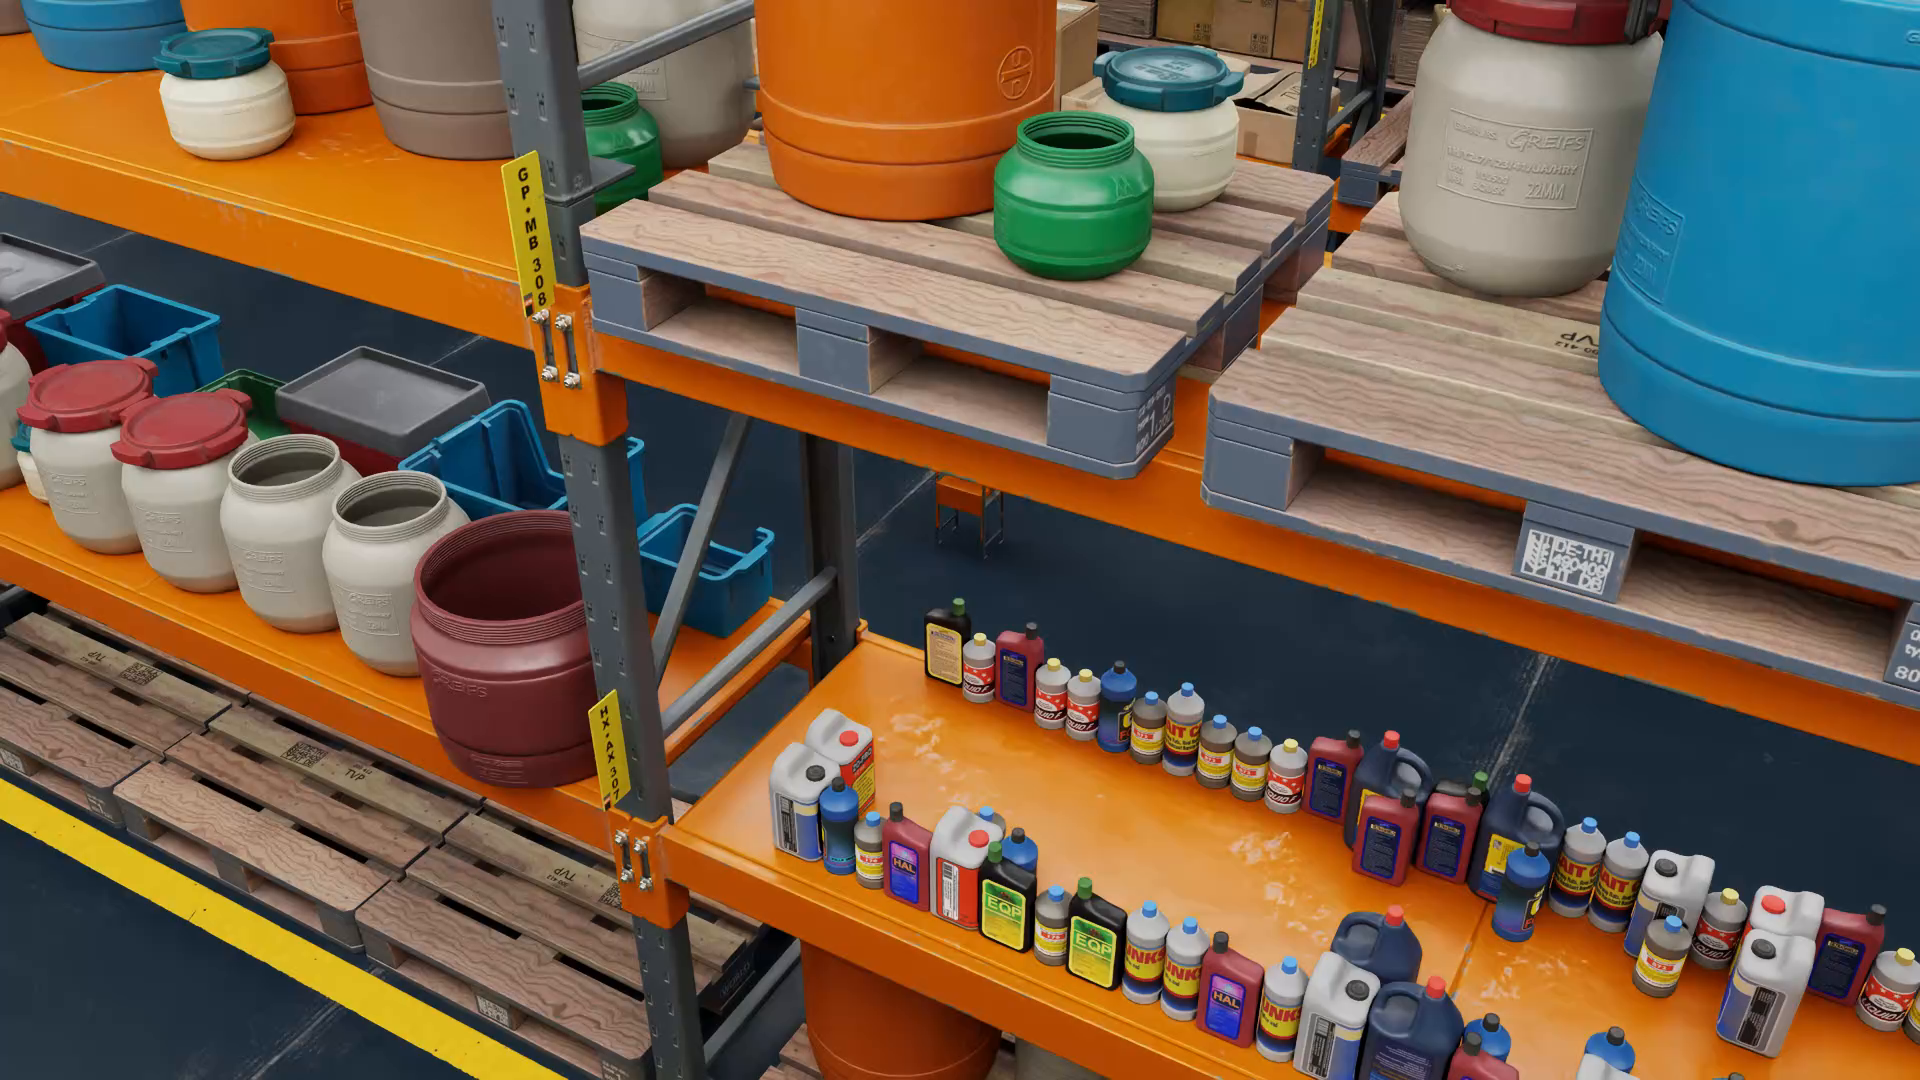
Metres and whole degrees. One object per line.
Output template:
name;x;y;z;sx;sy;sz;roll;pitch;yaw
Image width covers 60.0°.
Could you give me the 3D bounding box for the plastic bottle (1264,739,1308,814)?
plastic bottle;0.848;0.604;4.315;0.097;0.201;0.097;0;34;0

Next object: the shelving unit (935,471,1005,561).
shelving unit;0.046;-0.422;7.437;0.252;1.050;0.215;18;37;24

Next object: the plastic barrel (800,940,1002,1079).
plastic barrel;-0.165;1.179;4.852;0.708;0.830;0.600;18;37;24

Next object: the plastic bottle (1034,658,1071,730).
plastic bottle;0.256;0.417;4.597;0.097;0.201;0.097;0;34;0

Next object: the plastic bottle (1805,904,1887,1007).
plastic bottle;1.997;0.923;3.764;0.133;0.283;0.061;18;37;24

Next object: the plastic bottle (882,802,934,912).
plastic bottle;-0.120;0.760;4.008;0.133;0.283;0.061;18;37;24

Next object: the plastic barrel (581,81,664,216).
plastic barrel;-0.838;-0.903;3.833;0.294;0.245;0.294;0;34;0

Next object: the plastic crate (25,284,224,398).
plastic crate;-2.959;-0.615;5.982;0.575;0.384;0.392;18;37;24

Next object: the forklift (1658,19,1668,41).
forklift;3.808;-3.203;9.916;1.130;2.935;3.031;-4;34;-6

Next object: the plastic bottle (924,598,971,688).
plastic bottle;-0.035;0.279;4.730;0.133;0.283;0.061;18;37;24

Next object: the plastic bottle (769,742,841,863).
plastic bottle;-0.383;0.651;4.179;0.135;0.276;0.152;18;37;24

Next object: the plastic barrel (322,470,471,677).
plastic barrel;-1.597;0.098;4.796;0.421;0.512;0.421;0;34;0

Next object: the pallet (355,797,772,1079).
pallet;-1.251;1.253;5.678;1.213;0.211;1.003;18;37;24

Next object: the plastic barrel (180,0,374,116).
plastic barrel;-1.771;-1.613;4.372;0.708;0.830;0.600;18;37;24

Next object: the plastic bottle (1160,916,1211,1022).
plastic bottle;0.507;0.952;3.731;0.097;0.271;0.097;0;34;0

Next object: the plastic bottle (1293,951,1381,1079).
plastic bottle;0.821;1.032;3.606;0.135;0.276;0.152;18;37;24

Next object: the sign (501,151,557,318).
sign;-0.865;-0.614;3.354;0.005;0.325;0.100;18;37;24

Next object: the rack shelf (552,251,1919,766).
rack shelf;1.138;-0.075;3.099;4.000;0.370;1.077;18;37;24

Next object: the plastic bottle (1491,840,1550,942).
plastic bottle;1.329;0.820;3.929;0.097;0.271;0.097;0;34;0

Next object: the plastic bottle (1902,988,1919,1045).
plastic bottle;2.173;1.024;3.685;0.097;0.201;0.097;0;34;0

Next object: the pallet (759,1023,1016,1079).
pallet;0.107;1.682;5.034;1.213;0.211;1.003;18;37;24

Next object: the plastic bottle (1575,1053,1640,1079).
plastic bottle;1.299;1.183;3.379;0.135;0.276;0.152;18;37;24

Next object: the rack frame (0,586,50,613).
rack frame;-4.071;-0.776;6.209;0.127;3.000;1.000;18;37;24

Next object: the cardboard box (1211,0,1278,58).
cardboard box;2.388;-4.214;13.230;0.500;0.500;0.700;18;38;25

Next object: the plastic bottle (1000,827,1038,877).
plastic bottle;0.136;0.795;3.965;0.097;0.271;0.097;0;34;0

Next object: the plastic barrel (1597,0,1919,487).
plastic barrel;1.317;-0.603;2.412;0.708;0.901;0.600;18;37;24

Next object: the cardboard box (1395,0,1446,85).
cardboard box;3.667;-3.759;12.547;0.500;0.500;0.700;18;38;25

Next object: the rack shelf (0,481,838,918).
rack shelf;-2.335;0.074;5.582;4.000;0.370;1.077;18;37;24

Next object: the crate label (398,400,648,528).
crate label;-1.327;-0.094;5.153;0.616;0.435;0.502;18;37;24

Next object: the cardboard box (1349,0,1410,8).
cardboard box;3.203;-4.258;12.619;0.500;0.250;0.500;18;38;25

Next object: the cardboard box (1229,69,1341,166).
cardboard box;1.569;-2.142;8.341;0.500;0.311;0.500;20;39;27

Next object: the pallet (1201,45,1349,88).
pallet;2.585;-3.834;13.317;1.213;0.211;1.003;18;37;24

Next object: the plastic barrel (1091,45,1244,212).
plastic barrel;0.405;-0.817;3.310;0.301;0.262;0.301;0;34;0

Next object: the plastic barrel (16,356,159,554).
plastic barrel;-2.712;-0.262;5.314;0.433;0.535;0.433;0;34;0

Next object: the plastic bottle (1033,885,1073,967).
plastic bottle;0.222;0.891;3.886;0.097;0.201;0.097;0;34;0

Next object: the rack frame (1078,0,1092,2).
rack frame;0.845;-5.543;13.368;0.127;3.000;1.000;18;37;24

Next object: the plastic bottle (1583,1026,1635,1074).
plastic bottle;1.345;1.120;3.478;0.097;0.271;0.097;0;34;0

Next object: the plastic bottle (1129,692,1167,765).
plastic bottle;0.510;0.497;4.476;0.097;0.201;0.097;0;34;0

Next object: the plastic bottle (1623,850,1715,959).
plastic bottle;1.657;0.847;3.884;0.135;0.276;0.152;18;37;24

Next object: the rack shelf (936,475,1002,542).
rack shelf;0.046;-0.182;7.597;0.240;0.259;0.215;18;37;24

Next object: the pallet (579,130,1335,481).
pallet;0.017;-0.588;3.391;1.213;0.211;1.003;18;37;24

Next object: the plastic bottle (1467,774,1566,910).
plastic bottle;1.351;0.716;4.012;0.185;0.351;0.144;18;37;24

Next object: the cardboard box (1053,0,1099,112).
cardboard box;0.398;-2.554;8.788;0.500;0.500;0.500;16;37;22
